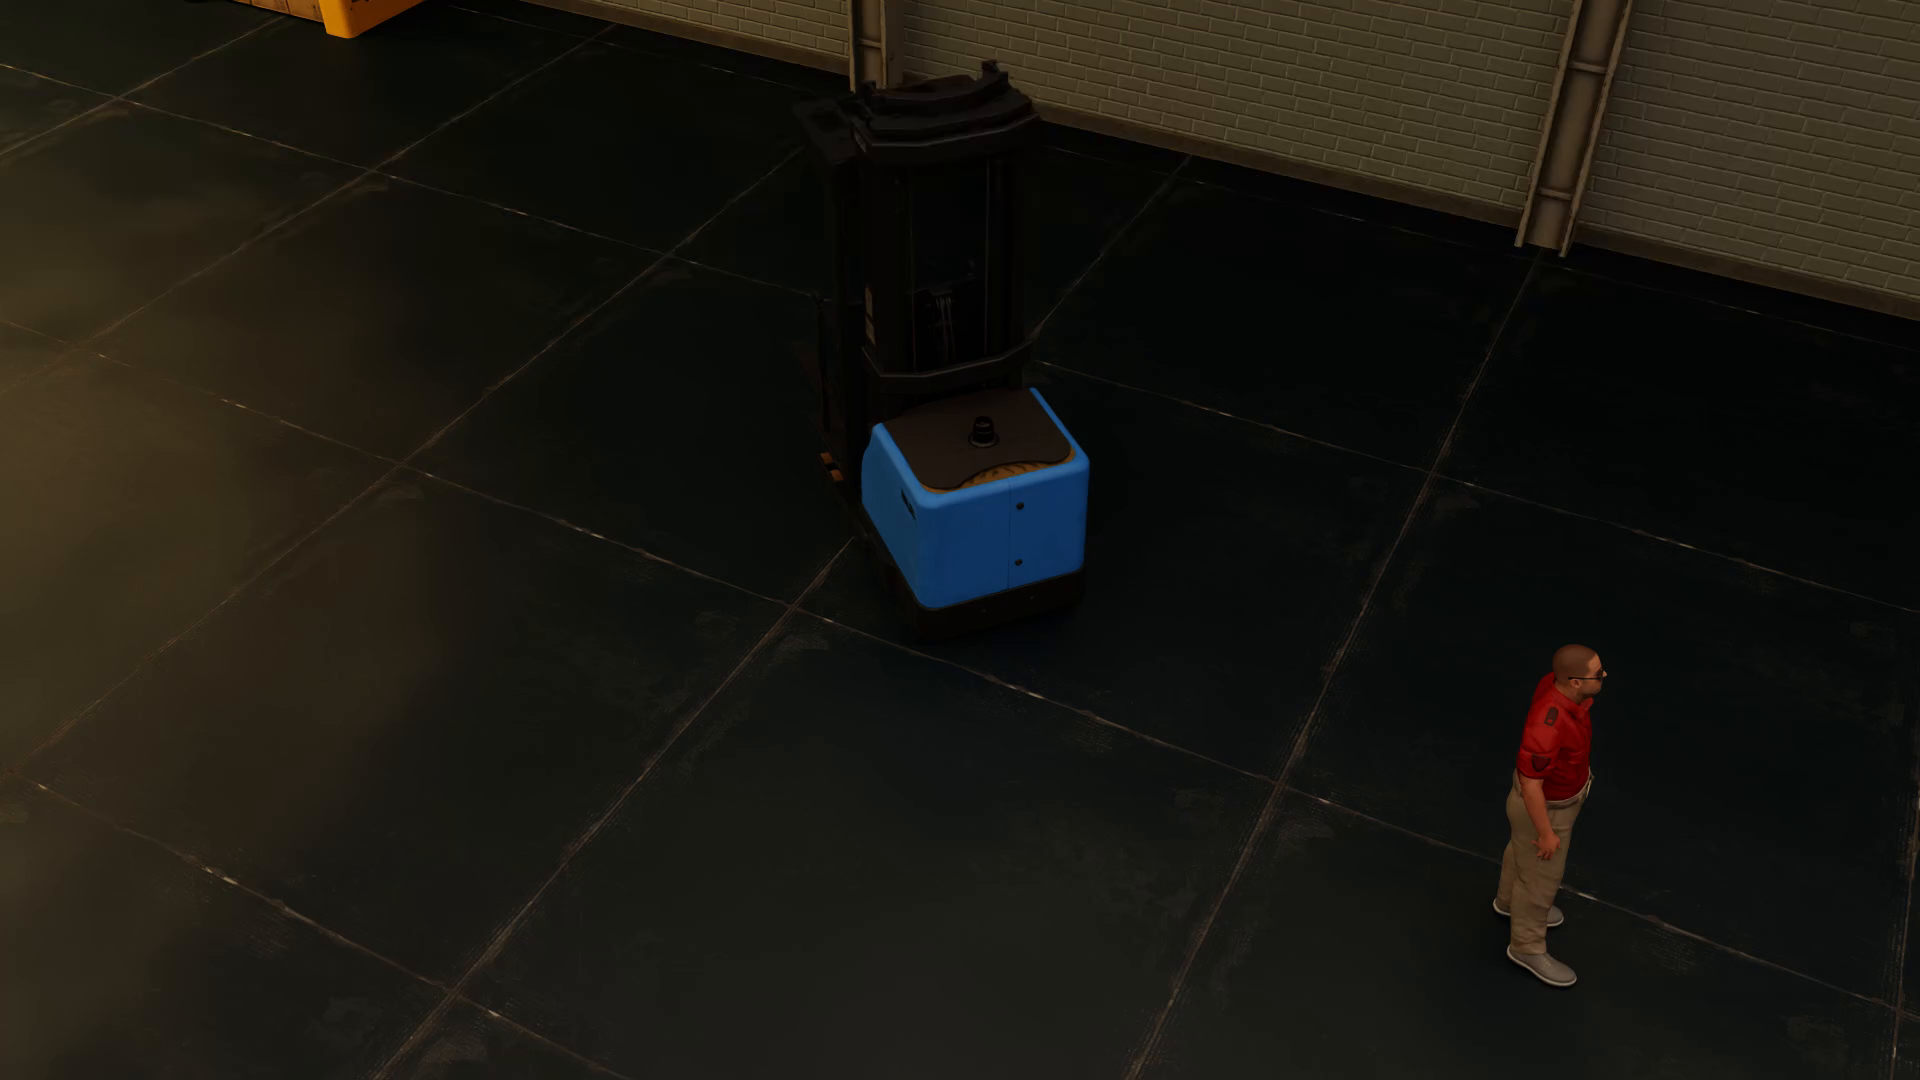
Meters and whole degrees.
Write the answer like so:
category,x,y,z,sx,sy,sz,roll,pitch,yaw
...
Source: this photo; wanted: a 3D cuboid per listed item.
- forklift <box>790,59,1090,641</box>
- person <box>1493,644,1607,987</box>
category,x,y,z,sx,sy,sz,roll,pitch,yaw
forklift,-0.288,-1.501,9.769,1.130,2.935,3.031,-15,42,-17
person,2.732,1.191,7.495,0.551,1.727,0.640,16,43,18
